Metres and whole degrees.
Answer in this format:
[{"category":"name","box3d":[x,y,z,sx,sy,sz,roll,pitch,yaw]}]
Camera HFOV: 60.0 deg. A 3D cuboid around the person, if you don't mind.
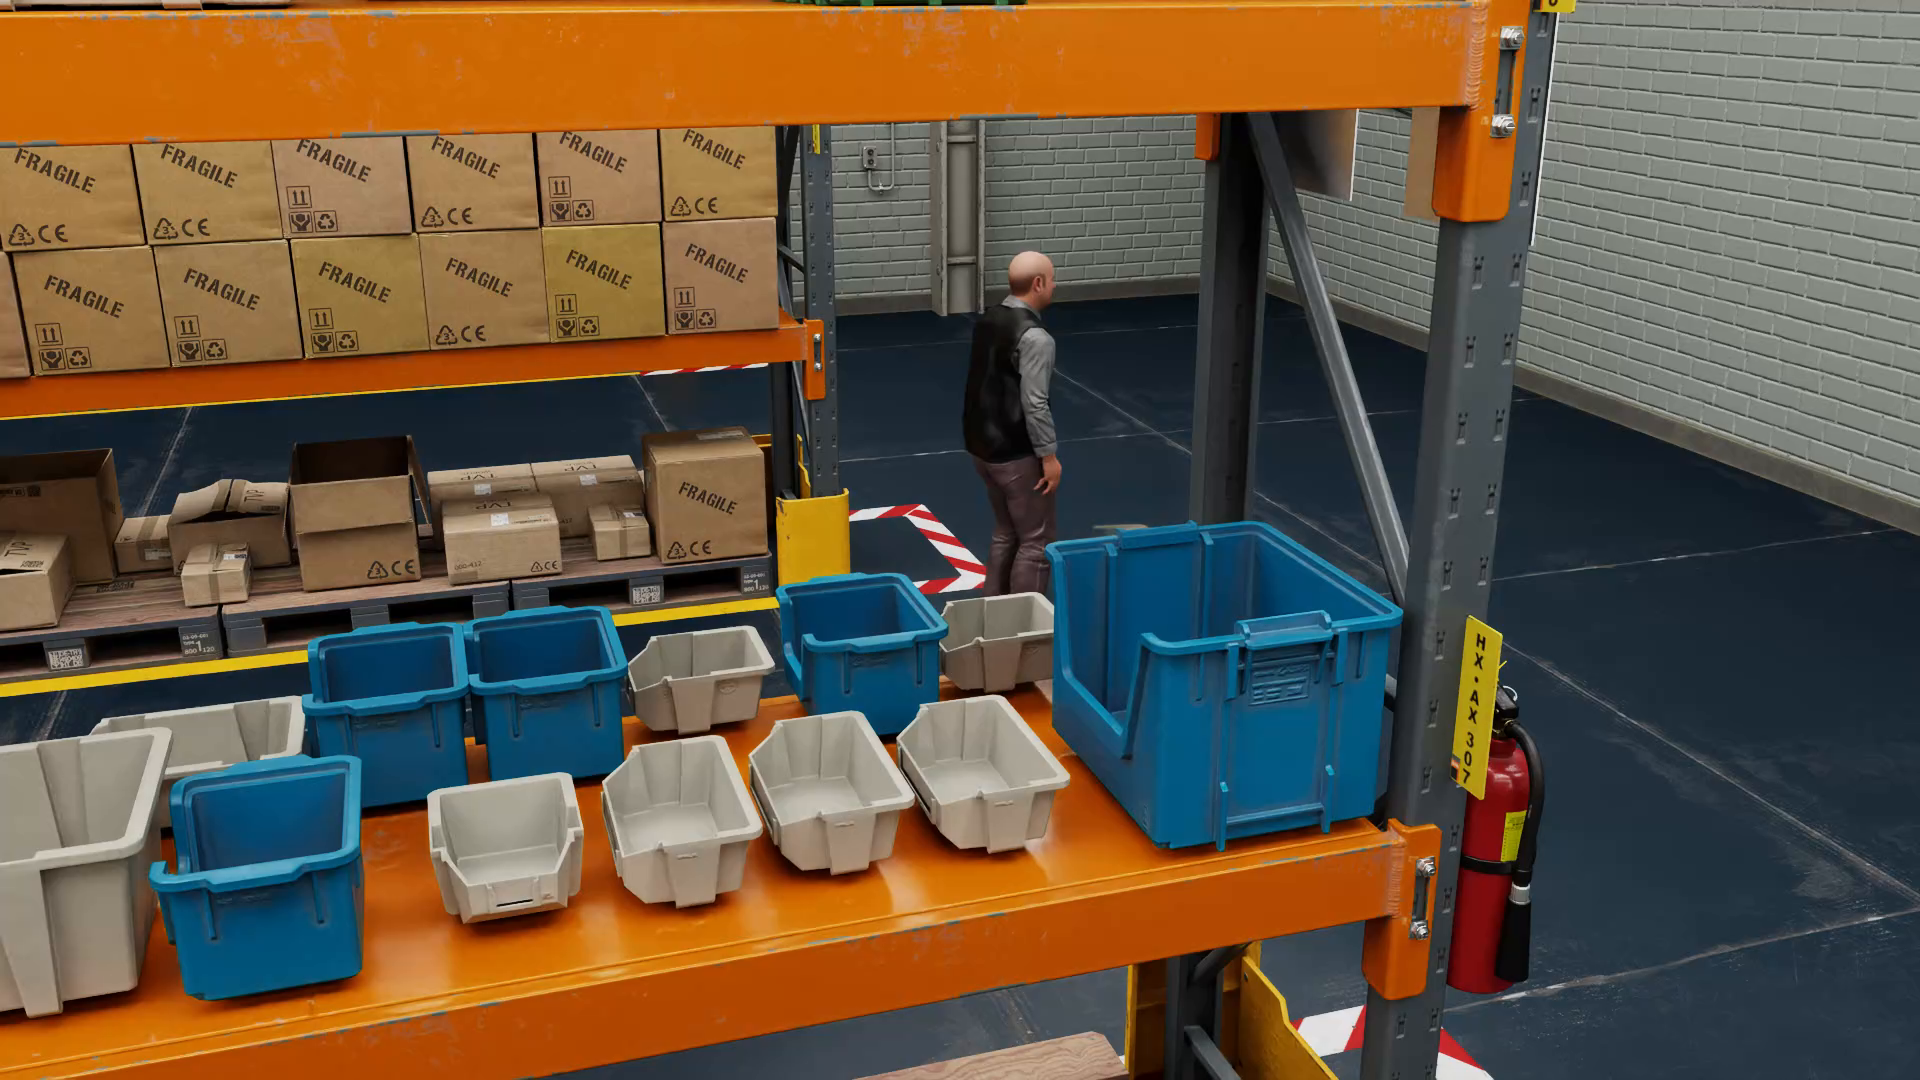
[{"category":"person","box3d":[0.247,-0.381,7.206,0.400,1.720,0.587,-8,21,-23]}]
